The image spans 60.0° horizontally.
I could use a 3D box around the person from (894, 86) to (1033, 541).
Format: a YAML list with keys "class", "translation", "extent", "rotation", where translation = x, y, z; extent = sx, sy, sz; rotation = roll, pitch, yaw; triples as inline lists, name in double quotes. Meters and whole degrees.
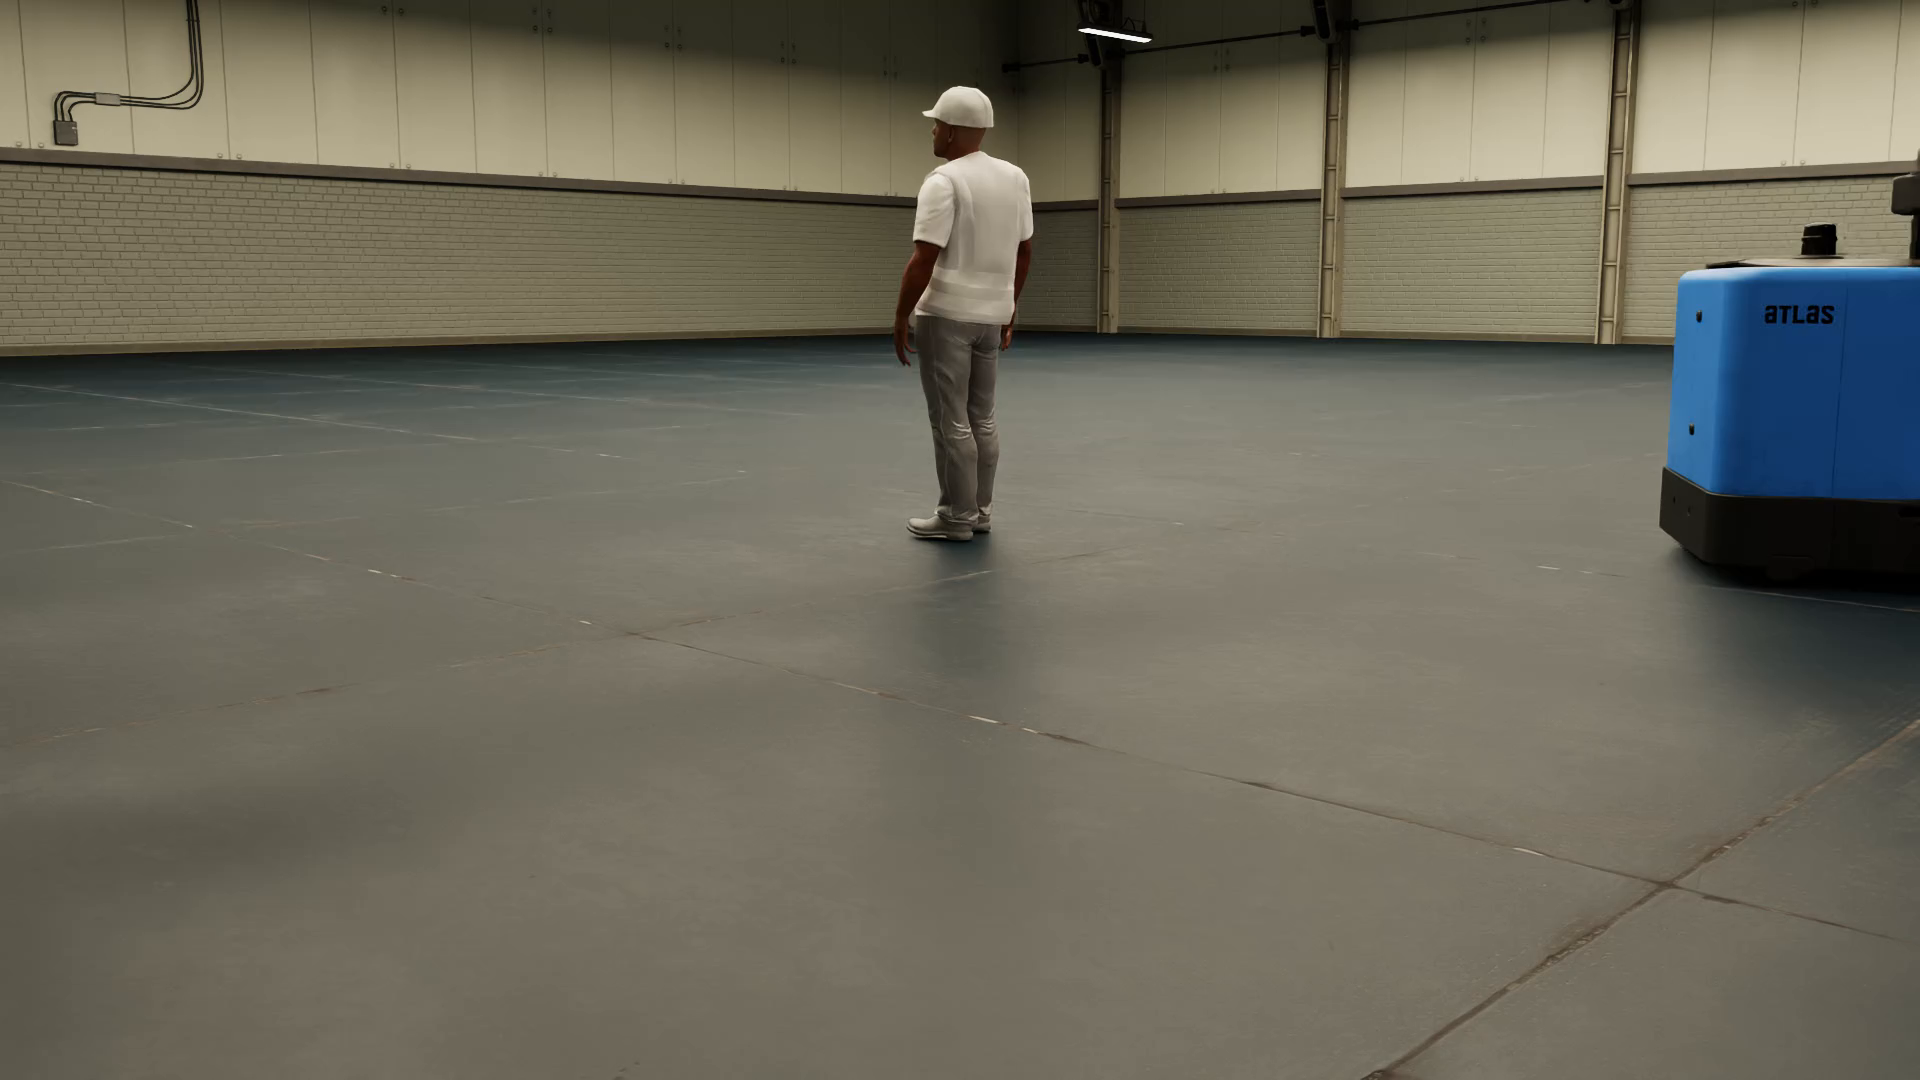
- class: "person"
  translation: [-0.046, -0.889, 6.637]
  extent: [0.575, 1.768, 0.665]
  rotation: [8, 12, 43]

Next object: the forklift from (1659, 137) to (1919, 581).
- class: "forklift"
  translation: [4.139, -1.315, 5.608]
  extent: [3.031, 2.935, 1.130]
  rotation: [2, 9, 13]
